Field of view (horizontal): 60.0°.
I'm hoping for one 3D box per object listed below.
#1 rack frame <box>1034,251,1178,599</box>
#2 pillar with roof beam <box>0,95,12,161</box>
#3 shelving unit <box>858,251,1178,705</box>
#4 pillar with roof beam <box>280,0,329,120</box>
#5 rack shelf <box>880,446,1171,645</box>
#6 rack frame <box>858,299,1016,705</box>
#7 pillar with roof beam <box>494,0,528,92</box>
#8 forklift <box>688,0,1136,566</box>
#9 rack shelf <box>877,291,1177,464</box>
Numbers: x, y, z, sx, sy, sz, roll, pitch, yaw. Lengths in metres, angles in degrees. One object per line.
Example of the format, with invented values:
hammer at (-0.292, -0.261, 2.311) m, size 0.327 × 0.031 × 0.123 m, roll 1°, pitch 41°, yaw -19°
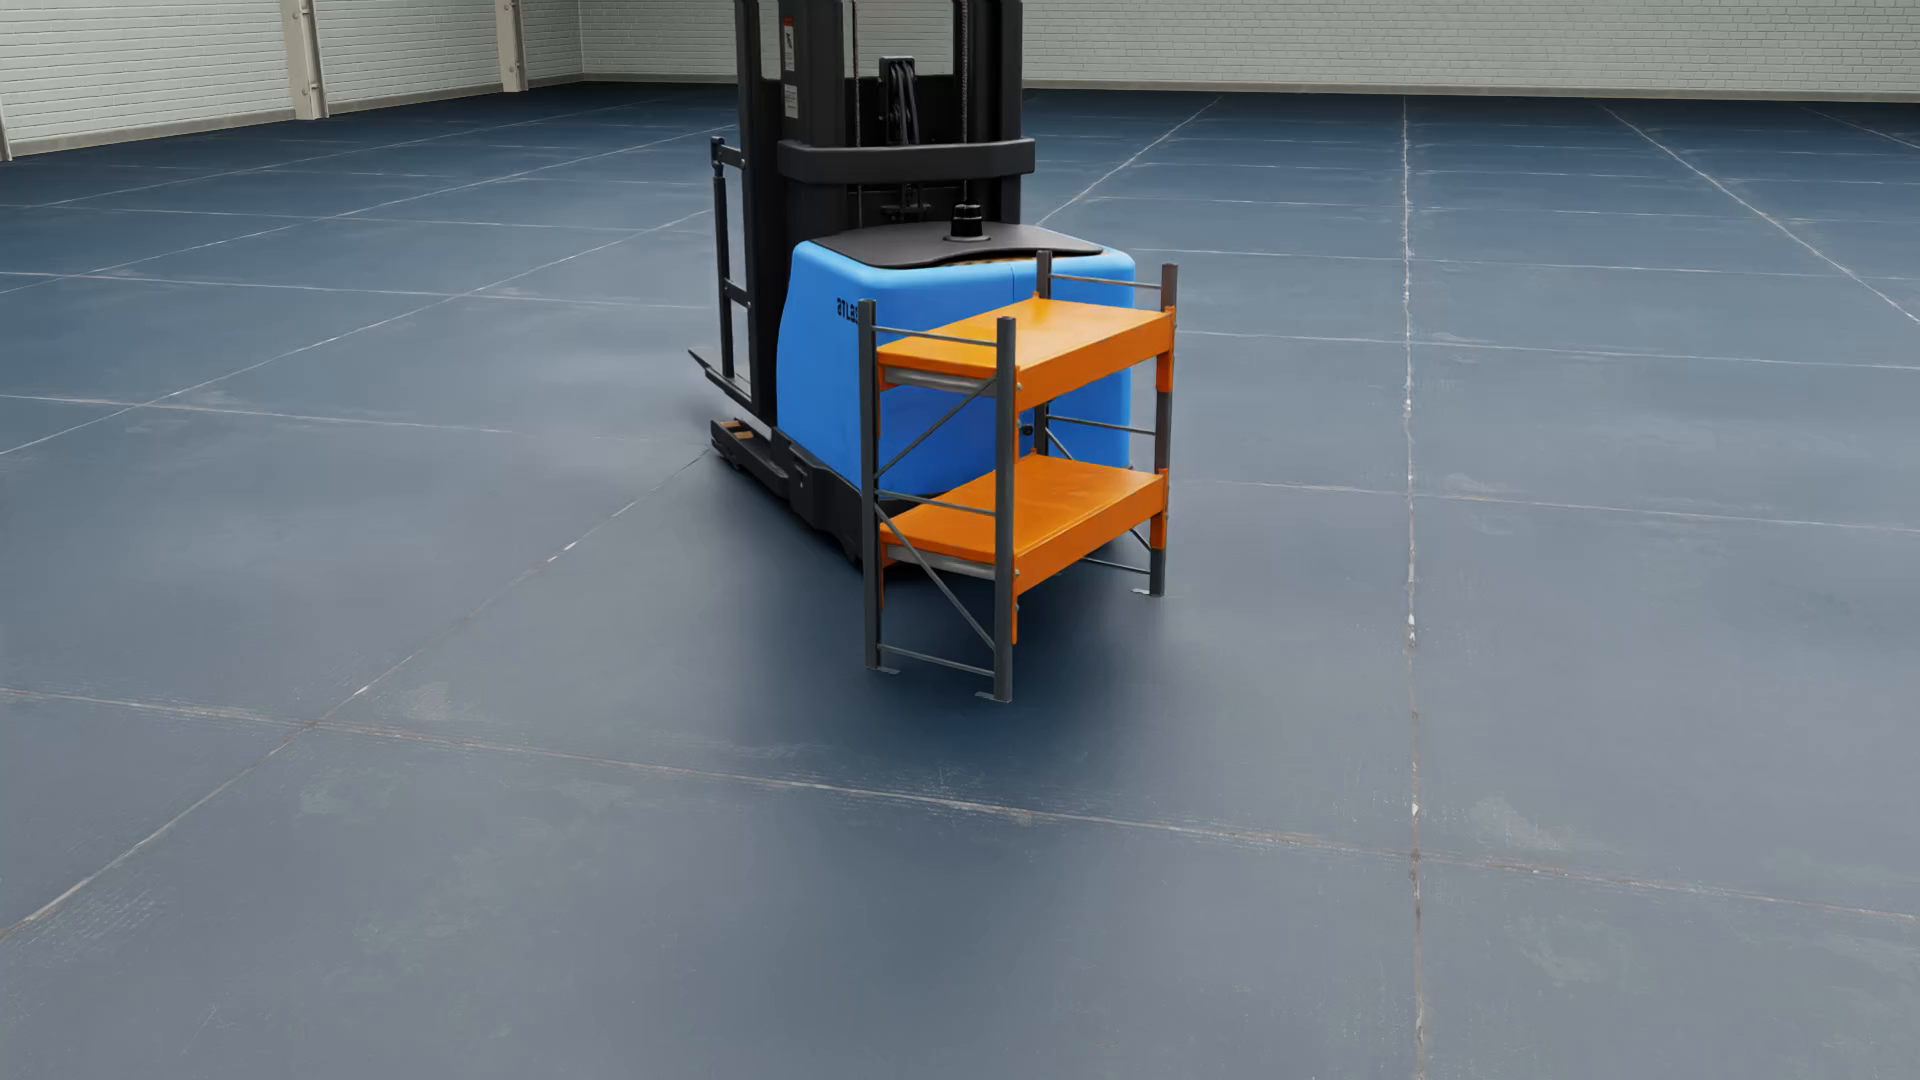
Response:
rack frame at (0.472, -0.381, 5.564) m, size 0.500 × 1.125 × 0.032 m, roll 12°, pitch 22°, yaw 30°
pillar with roof beam at (-6.657, -8.131, 16.072) m, size 9.100 × 9.000 × 0.400 m, roll 5°, pitch 19°, yaw 13°
shelving unit at (0.202, -0.242, 5.157) m, size 0.538 × 1.125 × 1.048 m, roll 12°, pitch 22°, yaw 30°
pillar with roof beam at (-5.191, -10.012, 21.578) m, size 9.100 × 9.000 × 0.400 m, roll 5°, pitch 19°, yaw 13°
rack shelf at (0.202, -0.011, 5.236) m, size 0.538 × 0.278 × 1.000 m, roll 12°, pitch 22°, yaw 30°
rack frame at (-0.069, -0.103, 4.750) m, size 0.500 × 1.125 × 0.032 m, roll 12°, pitch 22°, yaw 30°
pillar with roof beam at (-3.725, -11.893, 27.084) m, size 9.100 × 9.000 × 0.400 m, roll 5°, pitch 19°, yaw 13°
forklift at (-0.432, -1.734, 6.729) m, size 1.130 × 2.935 × 3.031 m, roll -8°, pitch 21°, yaw -23°
rack shelf at (0.202, -0.519, 5.062) m, size 0.538 × 0.278 × 1.000 m, roll 12°, pitch 22°, yaw 30°
